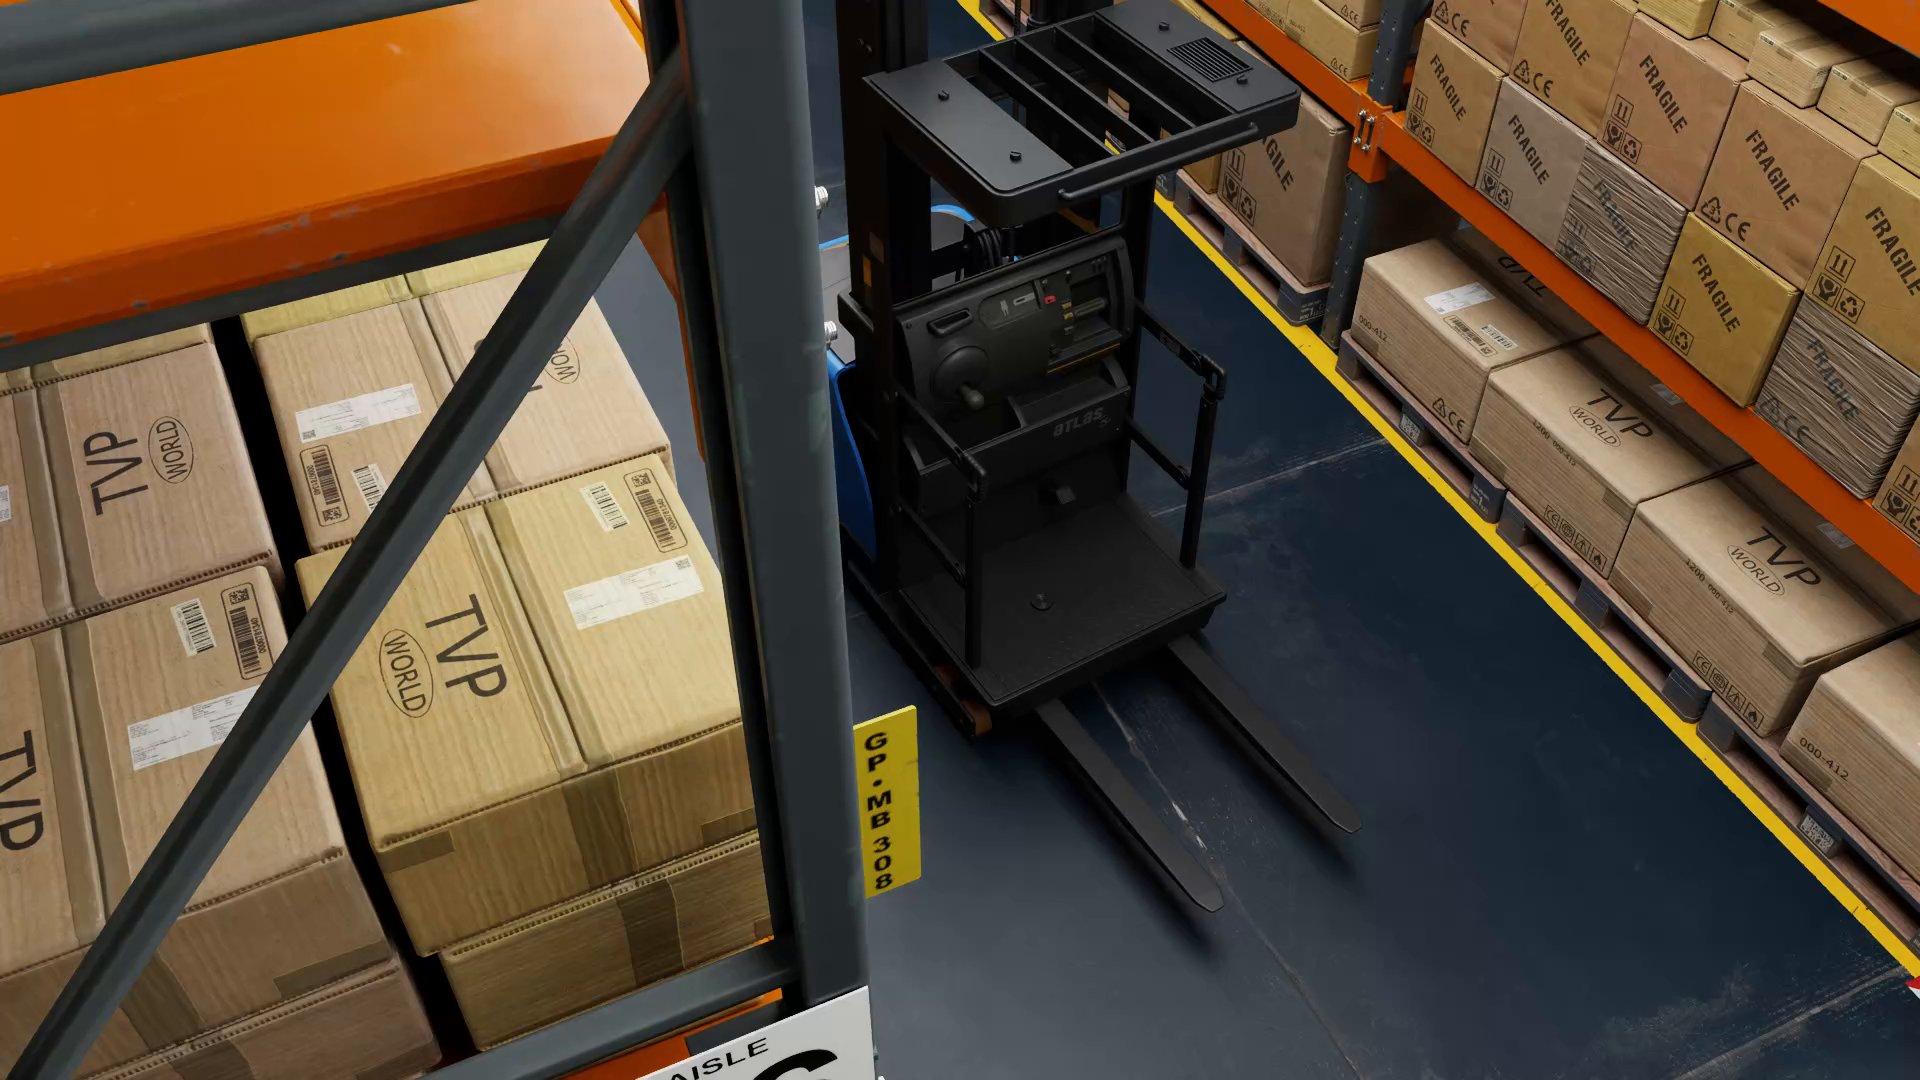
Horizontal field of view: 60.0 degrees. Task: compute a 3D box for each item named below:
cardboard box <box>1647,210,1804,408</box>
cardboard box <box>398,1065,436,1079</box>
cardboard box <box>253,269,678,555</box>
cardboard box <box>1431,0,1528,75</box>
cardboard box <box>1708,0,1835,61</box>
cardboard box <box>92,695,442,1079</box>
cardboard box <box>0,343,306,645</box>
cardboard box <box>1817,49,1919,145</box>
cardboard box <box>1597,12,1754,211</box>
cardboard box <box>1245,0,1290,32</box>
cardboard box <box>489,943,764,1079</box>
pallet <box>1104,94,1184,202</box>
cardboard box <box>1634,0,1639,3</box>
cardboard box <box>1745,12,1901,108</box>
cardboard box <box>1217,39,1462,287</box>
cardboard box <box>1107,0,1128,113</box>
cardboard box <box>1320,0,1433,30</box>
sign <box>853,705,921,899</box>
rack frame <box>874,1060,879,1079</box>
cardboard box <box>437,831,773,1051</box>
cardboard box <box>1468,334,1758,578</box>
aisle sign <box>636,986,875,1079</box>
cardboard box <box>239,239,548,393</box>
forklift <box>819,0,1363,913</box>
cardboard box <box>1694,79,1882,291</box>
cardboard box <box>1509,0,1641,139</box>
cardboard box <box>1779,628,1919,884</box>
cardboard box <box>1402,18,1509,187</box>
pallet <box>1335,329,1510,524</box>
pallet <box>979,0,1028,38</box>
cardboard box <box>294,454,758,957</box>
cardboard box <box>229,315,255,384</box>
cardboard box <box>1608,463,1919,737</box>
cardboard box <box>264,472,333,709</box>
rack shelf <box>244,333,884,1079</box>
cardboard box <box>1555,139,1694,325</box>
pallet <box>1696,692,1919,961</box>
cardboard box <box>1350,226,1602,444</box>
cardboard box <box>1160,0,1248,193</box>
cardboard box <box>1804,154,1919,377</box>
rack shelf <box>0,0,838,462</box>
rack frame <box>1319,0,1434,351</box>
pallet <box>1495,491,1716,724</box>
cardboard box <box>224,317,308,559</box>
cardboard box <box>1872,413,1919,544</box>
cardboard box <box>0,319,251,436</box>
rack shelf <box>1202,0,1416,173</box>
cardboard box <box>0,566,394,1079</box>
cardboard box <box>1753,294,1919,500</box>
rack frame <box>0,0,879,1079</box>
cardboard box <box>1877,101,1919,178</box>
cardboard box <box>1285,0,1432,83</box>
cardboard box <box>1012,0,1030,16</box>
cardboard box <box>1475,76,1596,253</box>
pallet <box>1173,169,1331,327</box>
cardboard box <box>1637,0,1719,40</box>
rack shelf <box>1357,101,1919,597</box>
[{"bbox_3d":[2.822,-0.857,5.781,0.500,0.500,0.500,-17,47,-16],"label":"cardboard box"},{"bbox_3d":[-0.930,0.736,2.280,0.380,0.149,0.250,-17,47,-16],"label":"cardboard box"},{"bbox_3d":[-0.742,-0.134,2.523,0.500,0.250,0.500,-18,47,-18],"label":"cardboard box"},{"bbox_3d":[2.215,-2.183,6.413,0.500,0.500,0.500,-18,47,-17],"label":"cardboard box"},{"bbox_3d":[2.714,-1.712,5.474,0.380,0.149,0.250,-18,47,-18],"label":"cardboard box"},{"bbox_3d":[-1.020,0.527,2.208,0.500,0.250,0.500,-19,48,-18],"label":"cardboard box"},{"bbox_3d":[-1.244,0.020,2.367,0.500,0.250,0.500,-19,48,-19],"label":"cardboard box"},{"bbox_3d":[2.904,-1.380,5.136,0.380,0.149,0.250,-17,47,-16],"label":"cardboard box"},{"bbox_3d":[2.626,-1.530,5.751,0.500,0.500,0.500,-17,47,-17],"label":"cardboard box"},{"bbox_3d":[1.604,-2.650,7.776,0.500,0.250,0.500,-19,48,-18],"label":"cardboard box"},{"bbox_3d":[-0.509,0.600,2.418,0.380,0.149,0.250,-17,47,-17],"label":"cardboard box"},{"bbox_3d":[1.324,-2.422,9.424,1.003,0.211,1.213,-18,47,-17],"label":"pallet"},{"bbox_3d":[2.448,-2.026,5.792,0.380,0.149,0.250,-18,47,-18],"label":"cardboard box"},{"bbox_3d":[2.755,-1.535,5.294,0.380,0.149,0.250,-18,47,-17],"label":"cardboard box"},{"bbox_3d":[1.901,-1.932,8.155,0.875,0.875,0.875,-17,47,-16],"label":"cardboard box"},{"bbox_3d":[1.138,-3.075,9.313,0.875,0.875,0.875,-17,47,-17],"label":"cardboard box"},{"bbox_3d":[1.828,-2.501,7.268,0.500,0.250,0.500,-18,47,-17],"label":"cardboard box"},{"bbox_3d":[-0.094,0.311,1.910,0.100,0.325,0.005,-18,47,-17],"label":"sign"},{"bbox_3d":[-0.586,1.850,3.108,1.000,3.000,0.127,-18,47,-17],"label":"rack frame"},{"bbox_3d":[-0.525,0.367,2.371,0.500,0.250,0.500,-19,48,-18],"label":"cardboard box"},{"bbox_3d":[2.778,-0.402,6.916,0.875,0.438,0.875,-19,48,-19],"label":"cardboard box"},{"bbox_3d":[-0.291,0.882,2.239,0.394,0.787,0.004,-18,47,-17],"label":"aisle sign"},{"bbox_3d":[-0.965,-0.451,2.843,0.500,0.250,0.500,-19,48,-18],"label":"cardboard box"},{"bbox_3d":[0.328,-0.670,5.711,1.130,2.935,3.031,-23,49,-22],"label":"forklift"},{"bbox_3d":[2.836,-1.208,5.424,0.500,0.500,0.500,-18,47,-18],"label":"cardboard box"},{"bbox_3d":[2.421,-1.860,6.085,0.500,0.500,0.500,-19,48,-18],"label":"cardboard box"},{"bbox_3d":[3.548,0.754,5.745,0.875,0.438,0.875,-20,48,-19],"label":"cardboard box"},{"bbox_3d":[2.194,-1.826,6.763,0.500,0.500,0.500,-17,47,-16],"label":"cardboard box"},{"bbox_3d":[2.483,-0.667,7.644,1.003,0.211,1.213,-18,47,-17],"label":"pallet"},{"bbox_3d":[0.815,-3.199,10.210,1.003,0.211,1.213,-18,47,-17],"label":"pallet"},{"bbox_3d":[-0.545,0.195,2.189,0.500,0.250,0.500,-19,48,-18],"label":"cardboard box"},{"bbox_3d":[-1.673,-0.445,3.193,0.500,0.250,0.500,-17,47,-16],"label":"cardboard box"},{"bbox_3d":[3.155,0.173,6.333,0.875,0.438,0.875,-17,47,-16],"label":"cardboard box"},{"bbox_3d":[-1.246,0.204,2.536,0.500,0.250,0.500,-18,47,-17],"label":"cardboard box"},{"bbox_3d":[-1.427,-0.236,3.599,1.077,0.370,4.000,-18,47,-17],"label":"rack shelf"},{"bbox_3d":[2.605,-1.185,6.113,0.500,0.500,0.500,-18,47,-17],"label":"cardboard box"},{"bbox_3d":[3.509,0.888,6.068,1.003,0.211,1.213,-18,47,-17],"label":"pallet"},{"bbox_3d":[2.401,-0.973,7.494,0.875,0.438,0.875,-19,48,-18],"label":"cardboard box"},{"bbox_3d":[1.514,-2.505,8.736,0.875,0.875,0.875,-17,47,-16],"label":"cardboard box"},{"bbox_3d":[3.046,-0.887,5.099,0.500,0.500,0.500,-18,47,-18],"label":"cardboard box"},{"bbox_3d":[-1.427,-1.302,2.546,1.077,0.370,4.000,-18,47,-17],"label":"rack shelf"},{"bbox_3d":[2.234,-2.167,7.179,1.000,3.000,0.127,-18,47,-17],"label":"rack frame"},{"bbox_3d":[3.000,0.112,6.855,1.003,0.211,1.213,-18,47,-17],"label":"pallet"},{"bbox_3d":[-1.453,-0.118,2.862,0.500,0.250,0.500,-19,48,-18],"label":"cardboard box"},{"bbox_3d":[3.276,-0.207,5.122,0.500,0.500,0.500,-19,48,-18],"label":"cardboard box"},{"bbox_3d":[-1.470,-0.306,2.696,0.500,0.250,0.500,-18,47,-17],"label":"cardboard box"},{"bbox_3d":[1.393,-3.185,8.724,1.077,0.370,4.000,-18,47,-17],"label":"rack shelf"},{"bbox_3d":[-1.026,0.351,2.031,0.500,0.250,0.500,-19,48,-19],"label":"cardboard box"},{"bbox_3d":[3.050,-0.532,5.451,0.500,0.500,0.500,-17,47,-16],"label":"cardboard box"},{"bbox_3d":[-0.586,-0.285,1.001,1.000,3.000,0.127,-18,47,-17],"label":"rack frame"},{"bbox_3d":[2.997,-1.207,4.961,0.380,0.149,0.250,-17,47,-16],"label":"cardboard box"},{"bbox_3d":[1.817,-2.325,7.446,0.500,0.250,0.500,-19,48,-18],"label":"cardboard box"},{"bbox_3d":[0.767,-3.644,9.890,0.875,0.875,0.875,-18,48,-18],"label":"cardboard box"},{"bbox_3d":[2.402,-1.504,6.437,0.500,0.500,0.500,-18,47,-17],"label":"cardboard box"},{"bbox_3d":[1.841,-1.644,8.635,1.003,0.211,1.213,-18,47,-17],"label":"pallet"},{"bbox_3d":[2.534,-1.848,5.611,0.380,0.149,0.250,-19,48,-19],"label":"cardboard box"},{"bbox_3d":[3.075,-0.636,6.140,1.077,0.370,4.000,-18,47,-17],"label":"rack shelf"}]
